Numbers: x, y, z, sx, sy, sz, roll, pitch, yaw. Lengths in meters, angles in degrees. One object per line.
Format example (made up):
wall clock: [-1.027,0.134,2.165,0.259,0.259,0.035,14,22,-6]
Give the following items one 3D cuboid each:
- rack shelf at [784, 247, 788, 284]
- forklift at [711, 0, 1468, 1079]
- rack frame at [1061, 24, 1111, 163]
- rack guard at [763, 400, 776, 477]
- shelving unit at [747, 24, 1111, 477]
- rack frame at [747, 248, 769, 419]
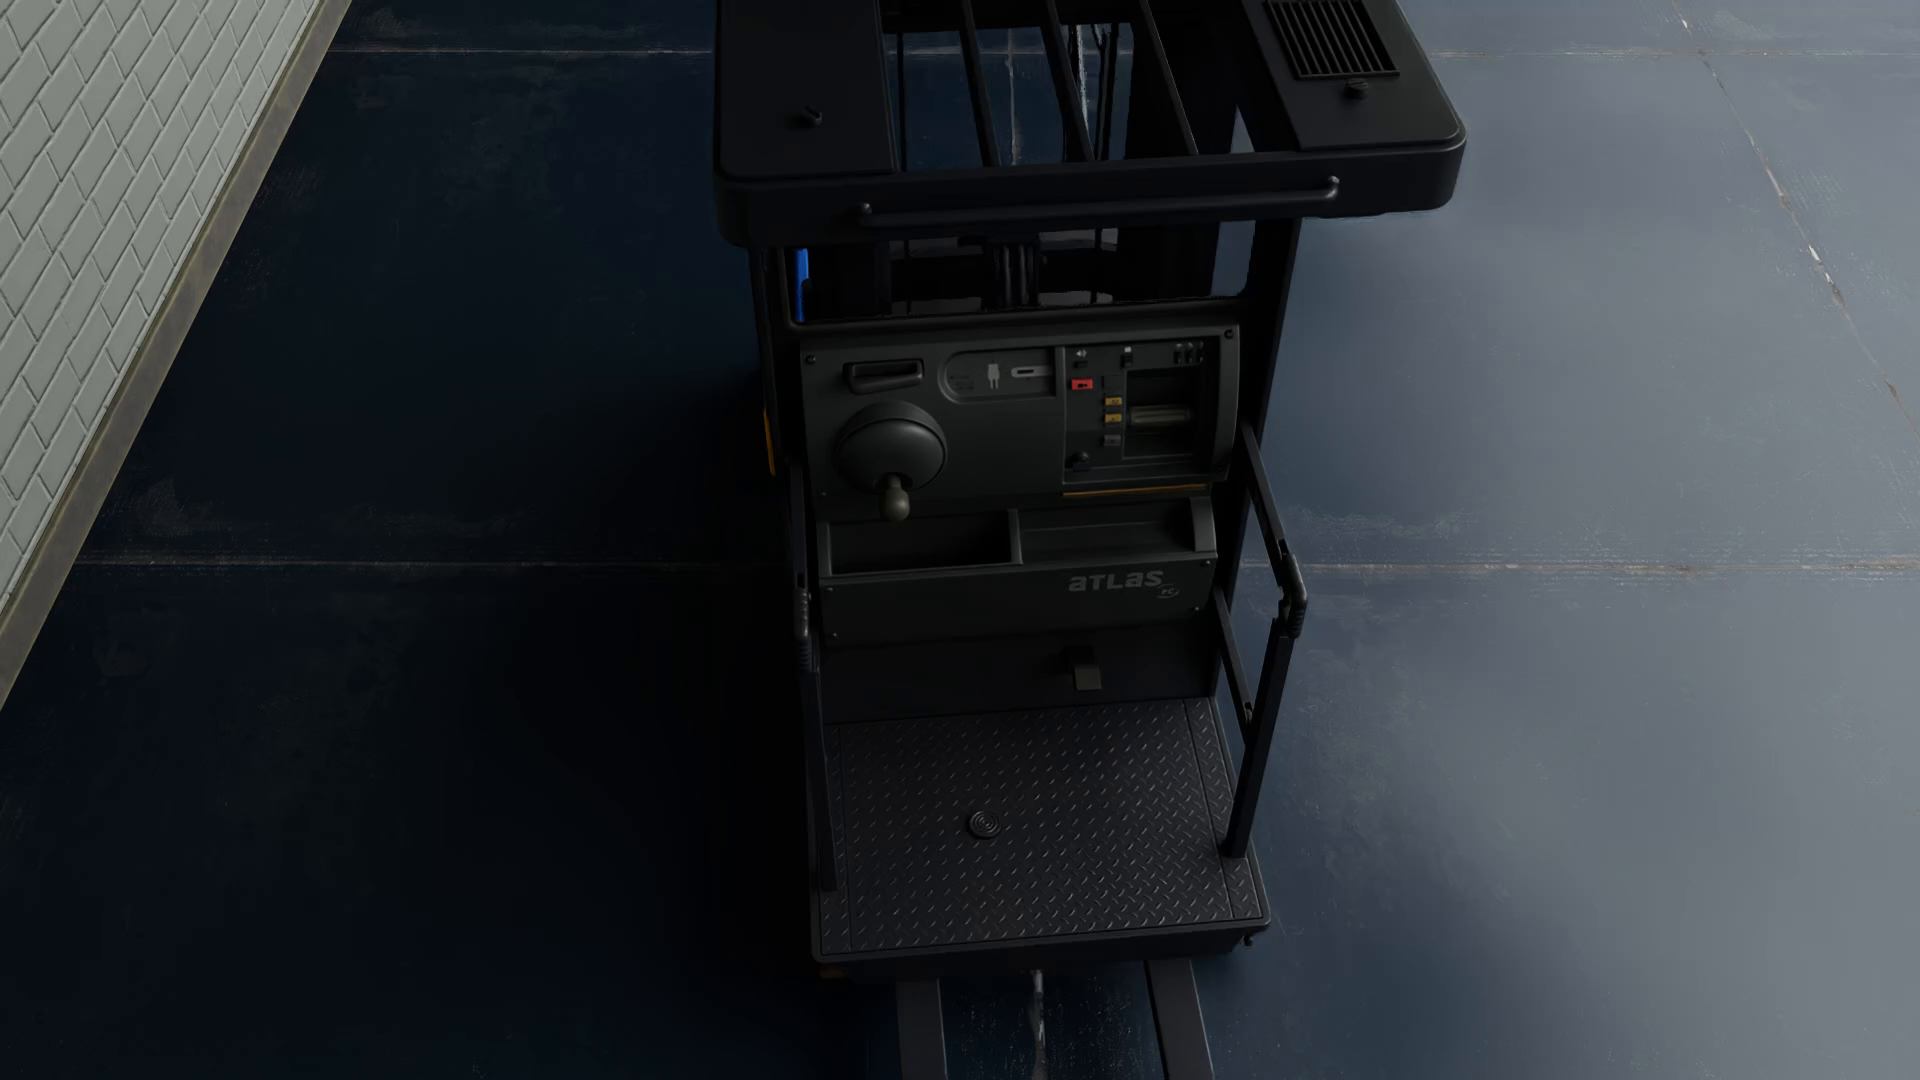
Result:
rack shelf: [-0.131,-0.902,5.220,0.952,0.026,0.459,-6,47,-5]
forklift: [14.845,3.120,0.344,29.544,2.935,14.703,-4,47,-4]
rack frame: [0.373,-1.028,5.182,0.032,1.500,0.500,-6,47,-5]
rack guard: [-0.615,-0.506,5.550,0.087,0.250,0.587,-6,47,-5]
shelving unit: [-0.122,-0.980,5.138,1.083,1.500,0.587,-6,47,-5]
rack frame: [-0.635,-0.930,5.091,0.032,1.500,0.500,-6,47,-5]
